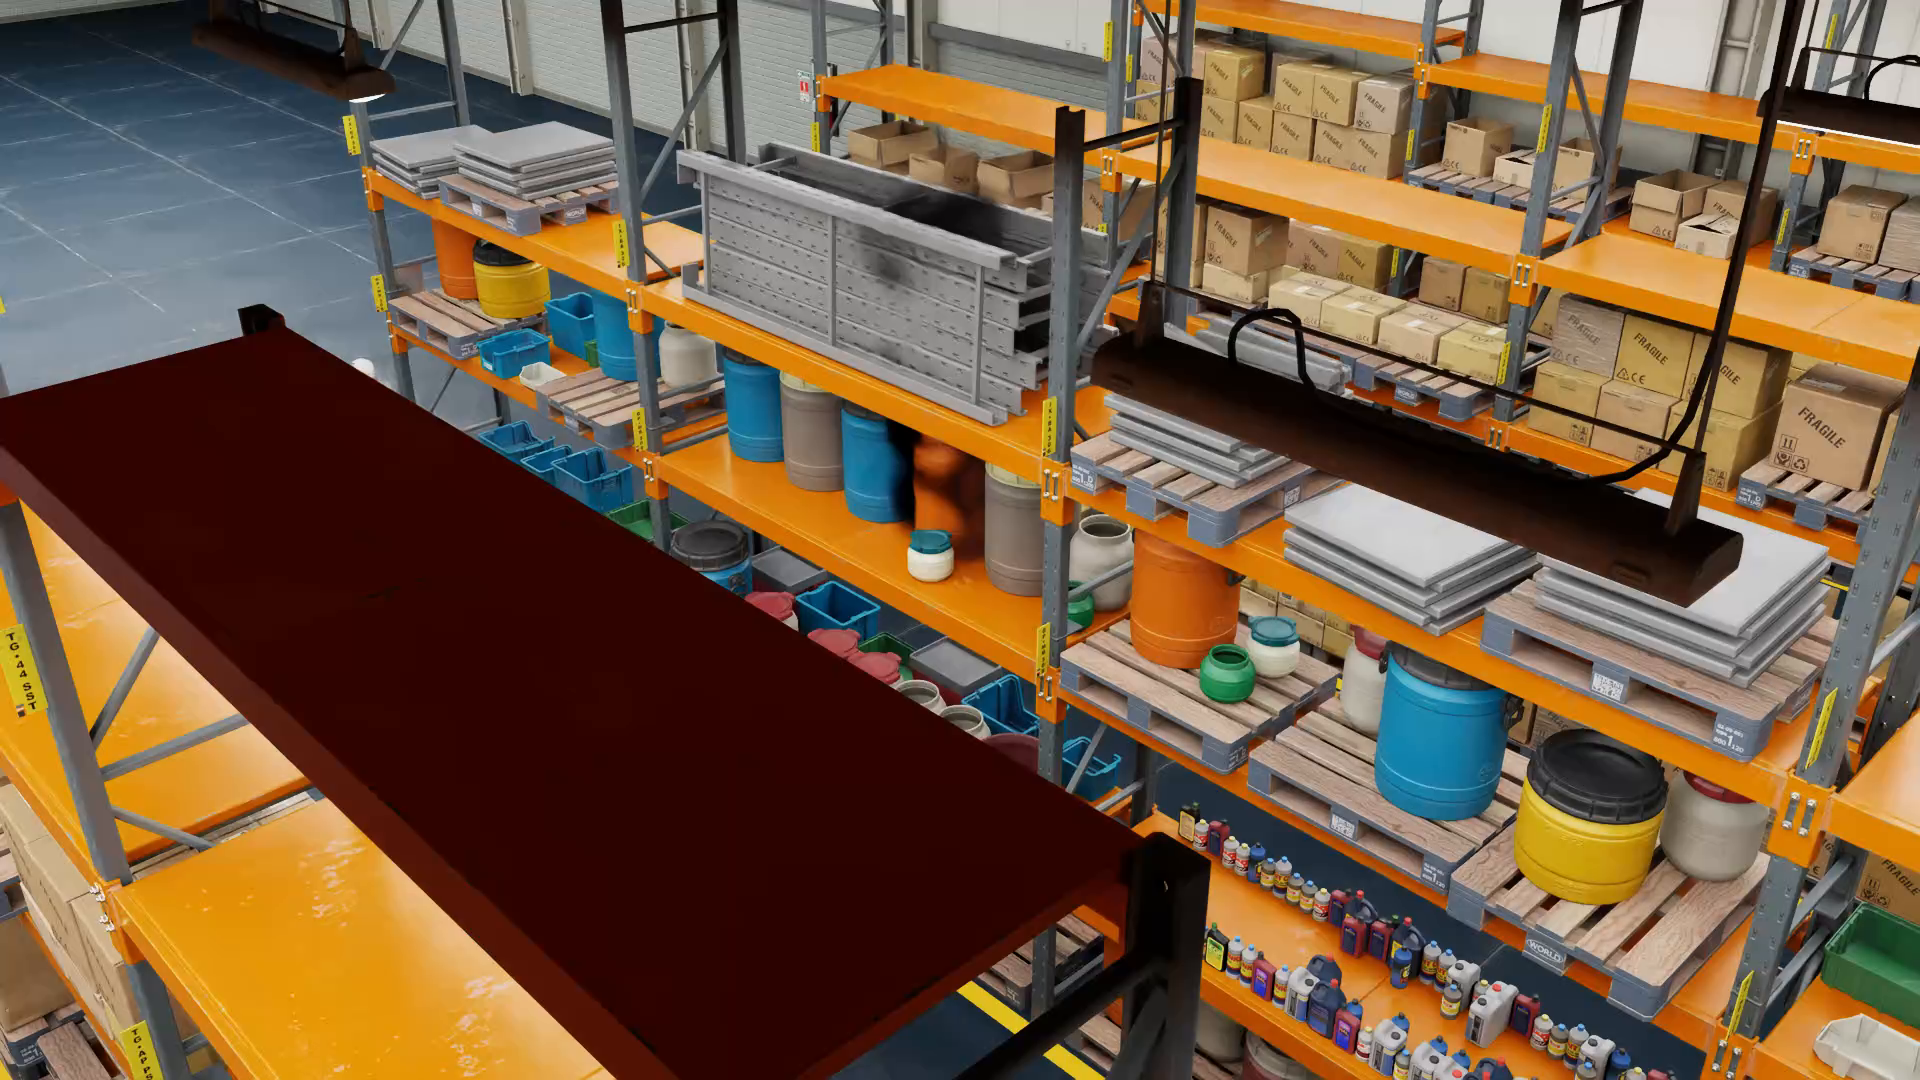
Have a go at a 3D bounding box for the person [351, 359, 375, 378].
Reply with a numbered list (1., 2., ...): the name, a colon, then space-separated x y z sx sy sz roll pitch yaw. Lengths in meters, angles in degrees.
1. person: -5.966 -1.017 16.904 0.951 1.768 0.690 -4 28 -7
